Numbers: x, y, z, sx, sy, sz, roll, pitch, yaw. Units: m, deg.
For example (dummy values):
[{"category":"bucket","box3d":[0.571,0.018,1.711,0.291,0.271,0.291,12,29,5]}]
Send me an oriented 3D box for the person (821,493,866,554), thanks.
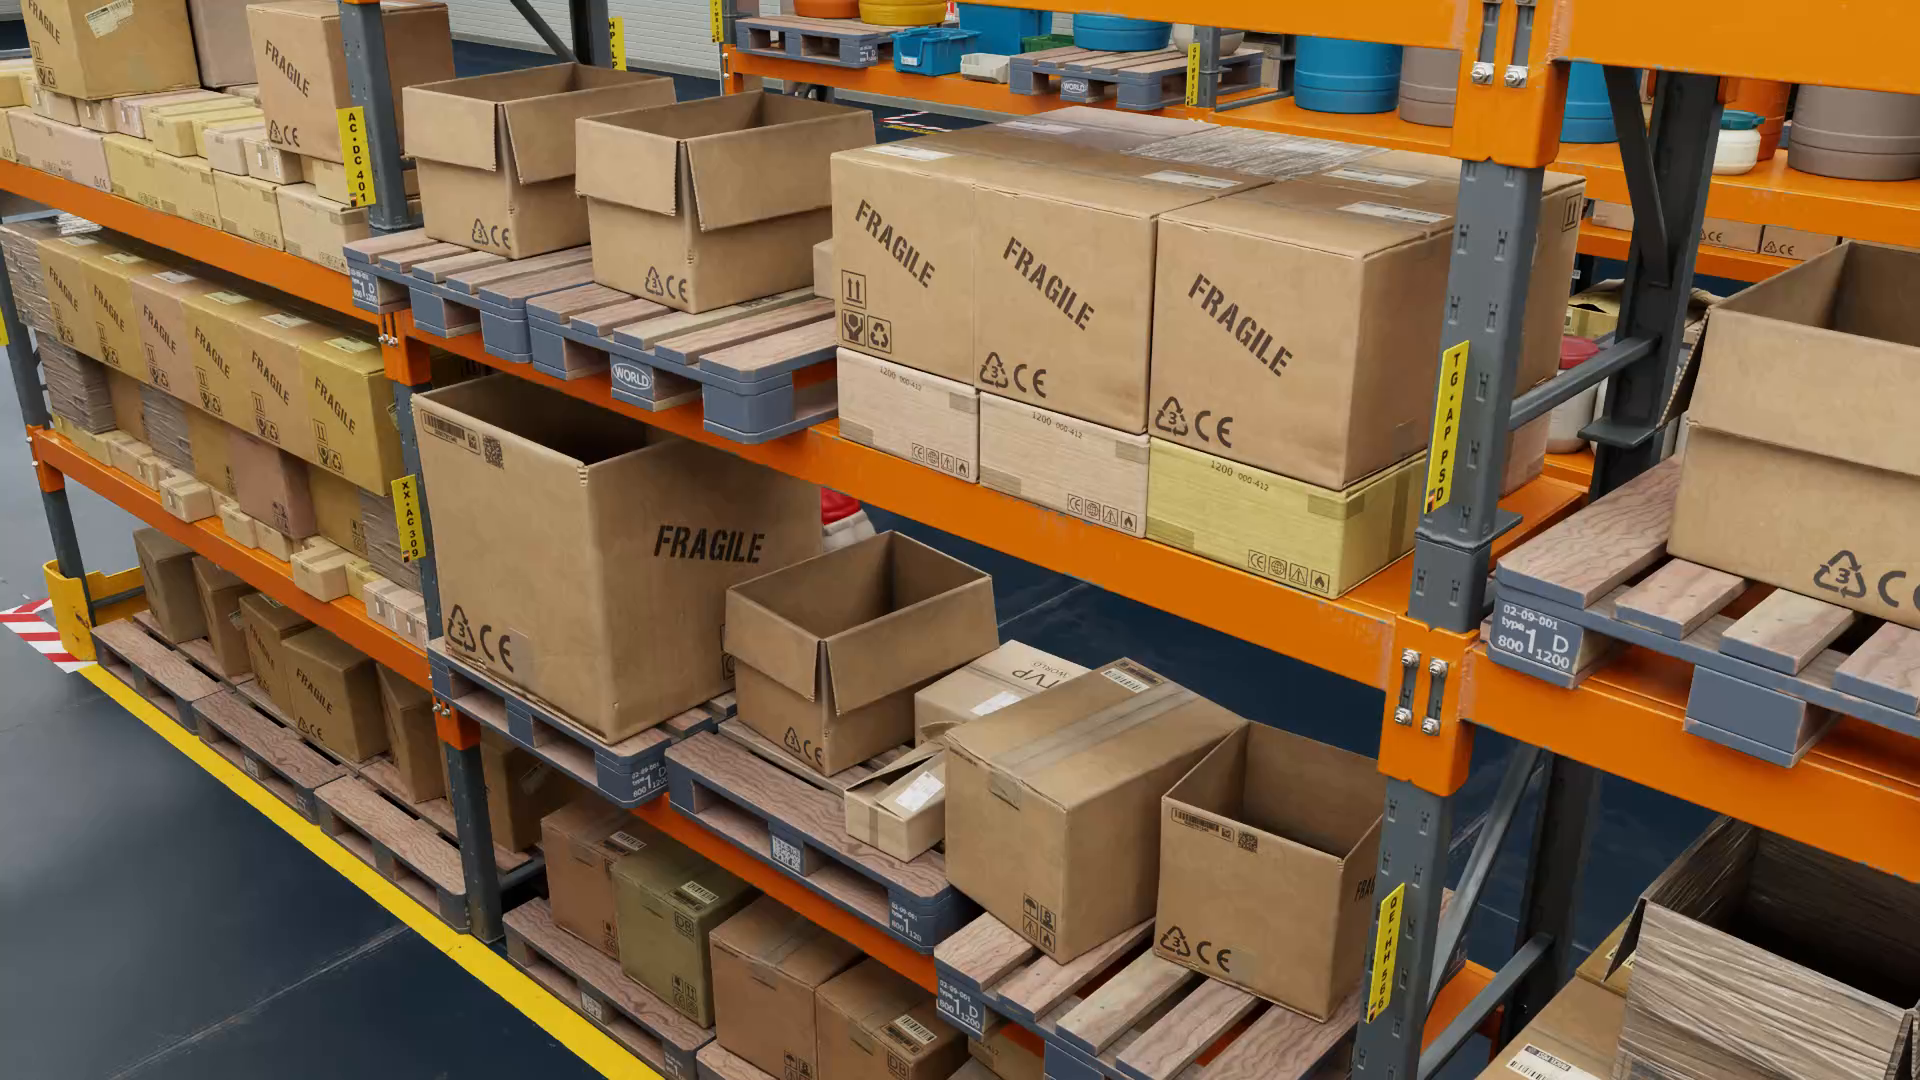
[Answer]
[{"category":"person","box3d":[-0.882,0.111,9.298,0.869,0.986,0.570,20,31,38]}]
